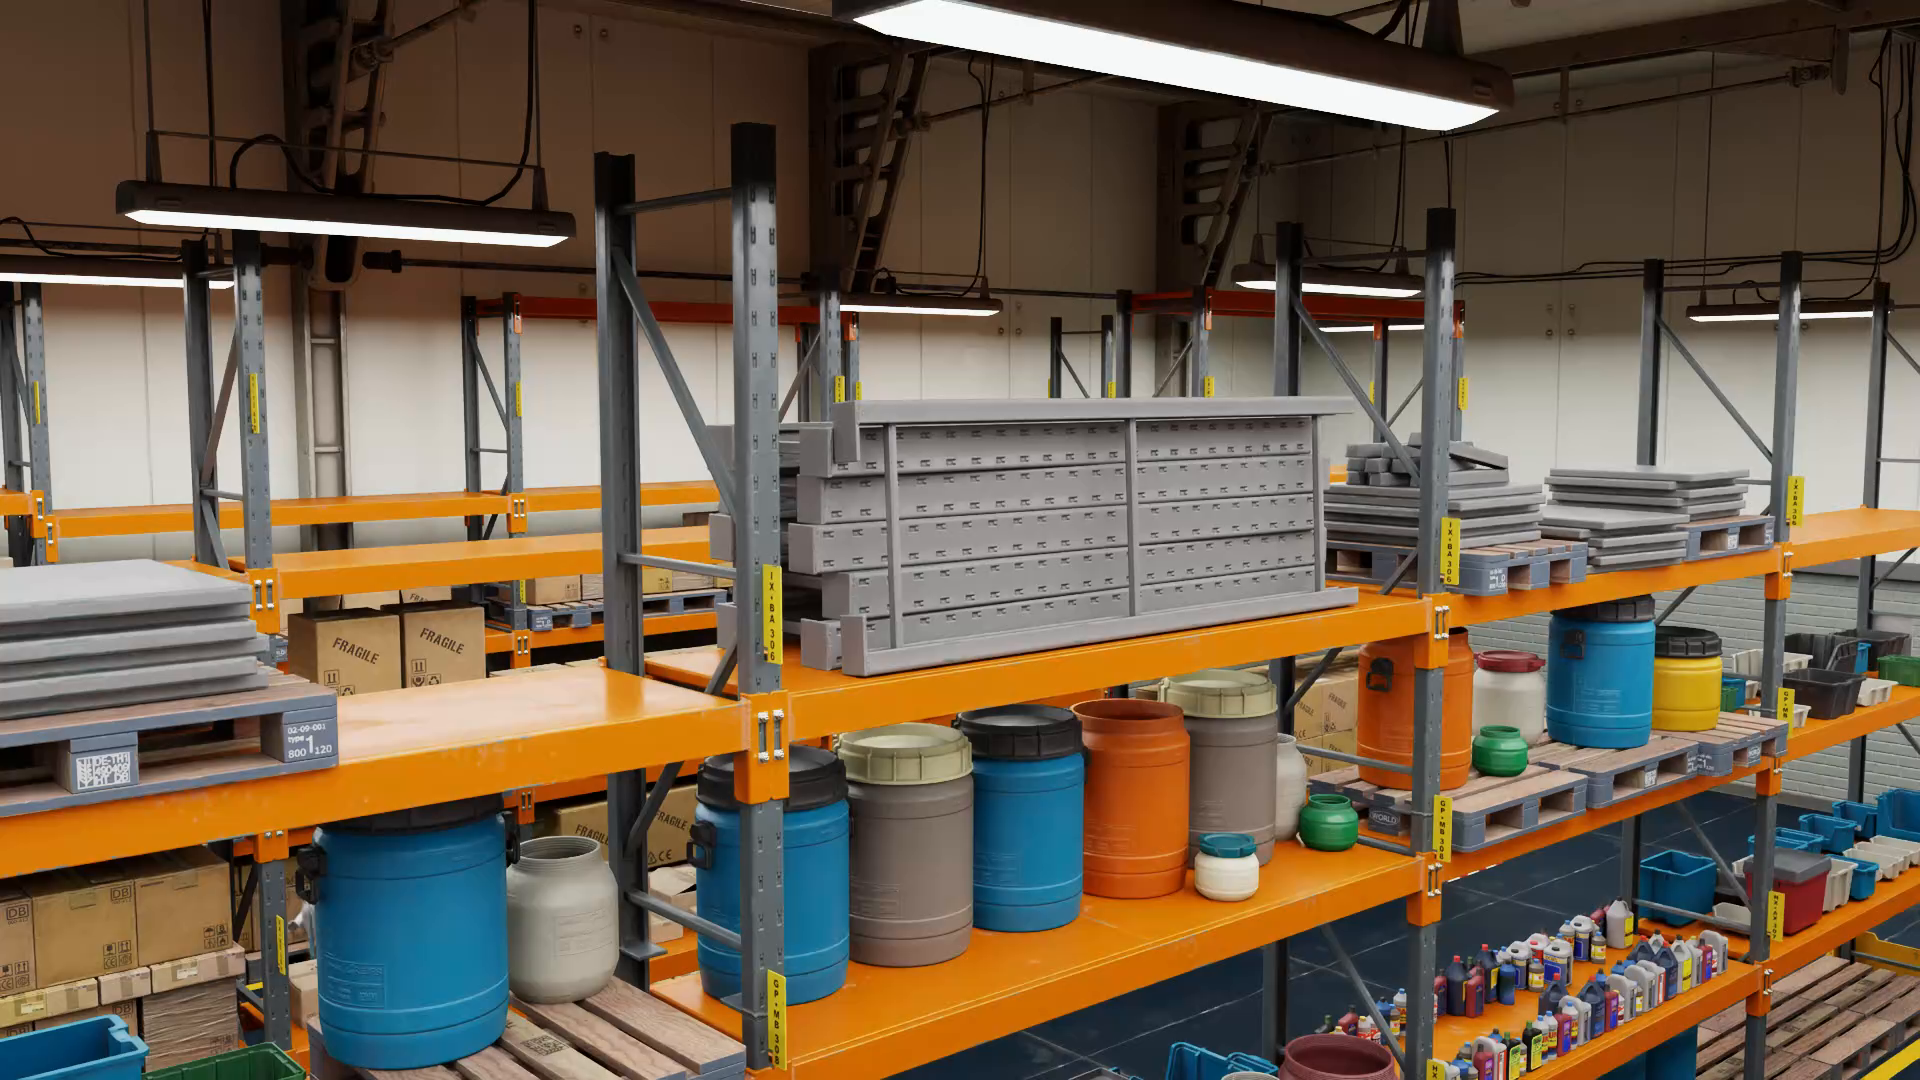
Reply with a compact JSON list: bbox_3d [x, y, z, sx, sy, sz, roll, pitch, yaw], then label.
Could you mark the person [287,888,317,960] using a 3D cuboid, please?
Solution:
[{"bbox_3d":[-4.671,3.137,12.455,0.612,1.748,0.805,5,7,41],"label":"person"}]
